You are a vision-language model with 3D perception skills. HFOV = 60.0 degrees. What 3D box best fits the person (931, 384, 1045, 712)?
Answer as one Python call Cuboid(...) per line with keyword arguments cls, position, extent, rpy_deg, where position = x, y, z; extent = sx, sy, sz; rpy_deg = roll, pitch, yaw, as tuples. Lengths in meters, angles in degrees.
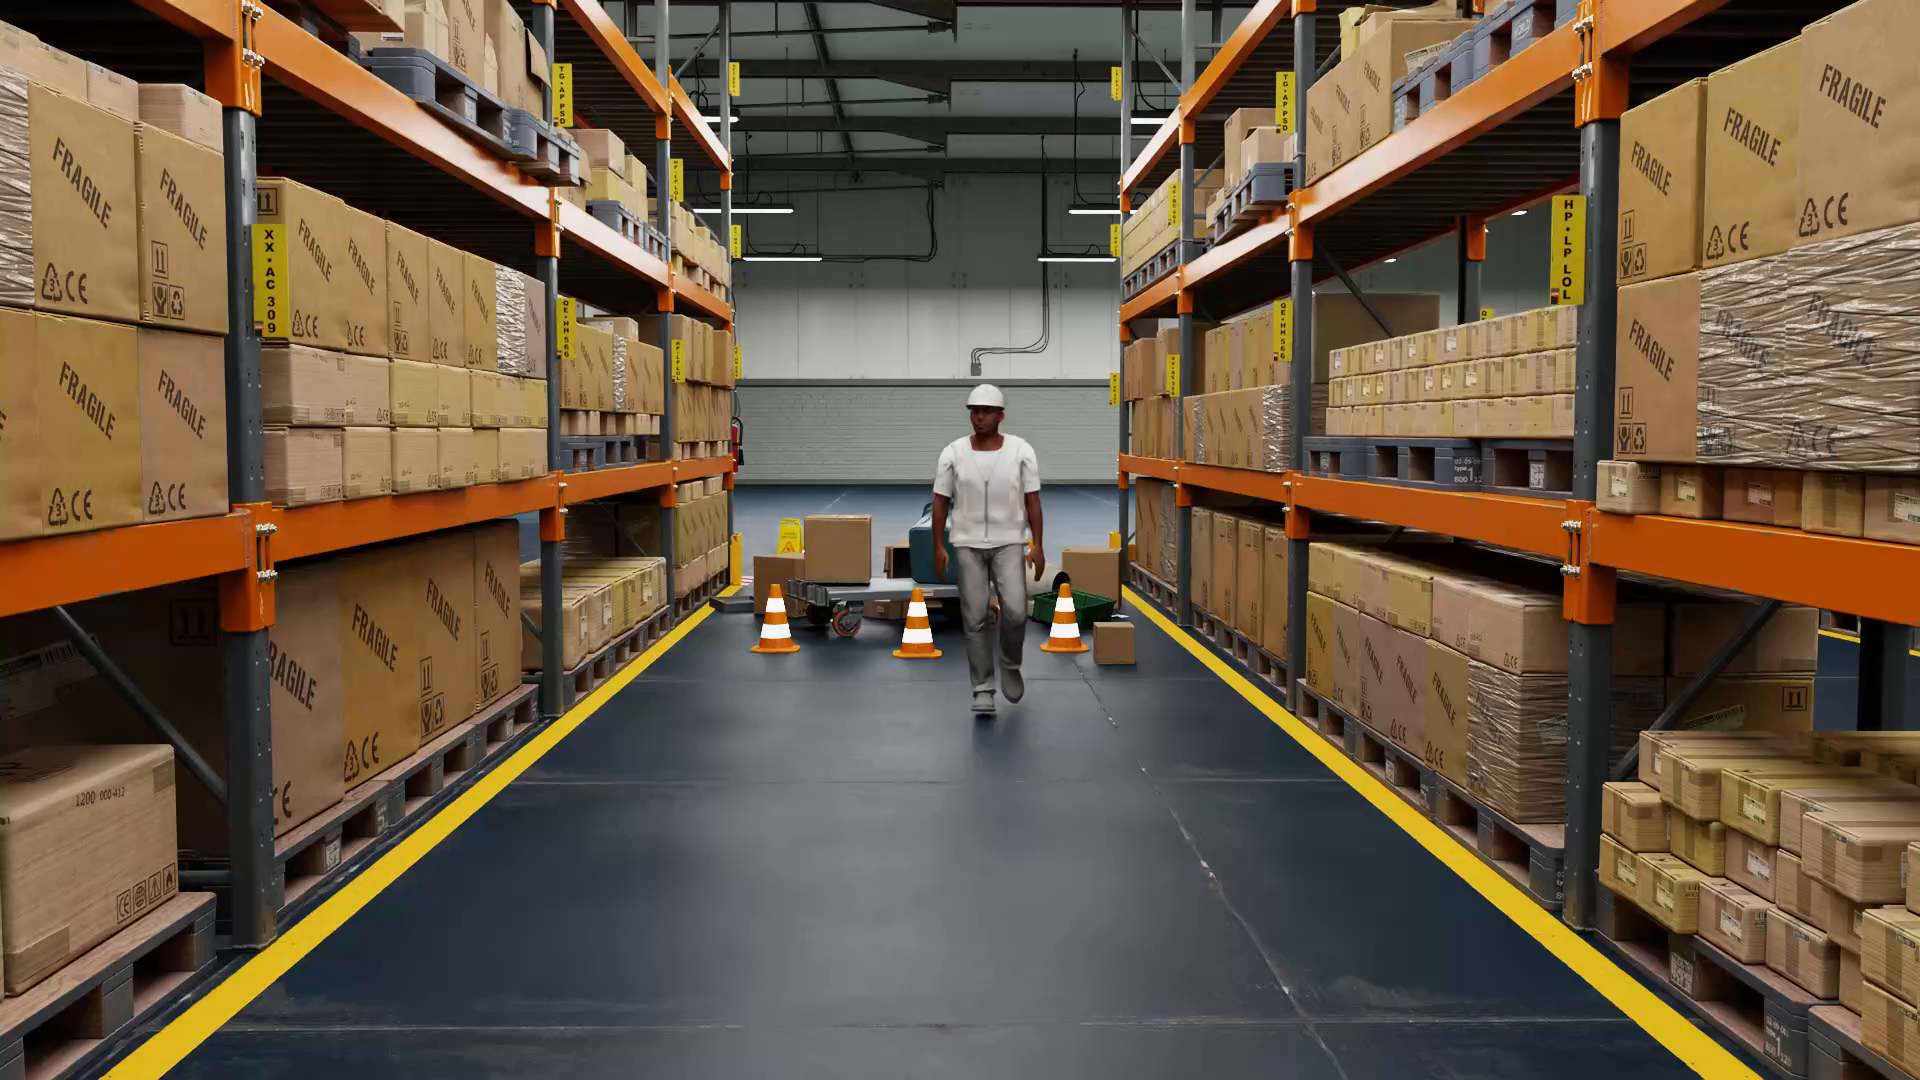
Cuboid(cls="person", position=(0.150, 0.041, 8.982), extent=(0.616, 1.759, 0.492), rpy_deg=(0, 4, 6))
